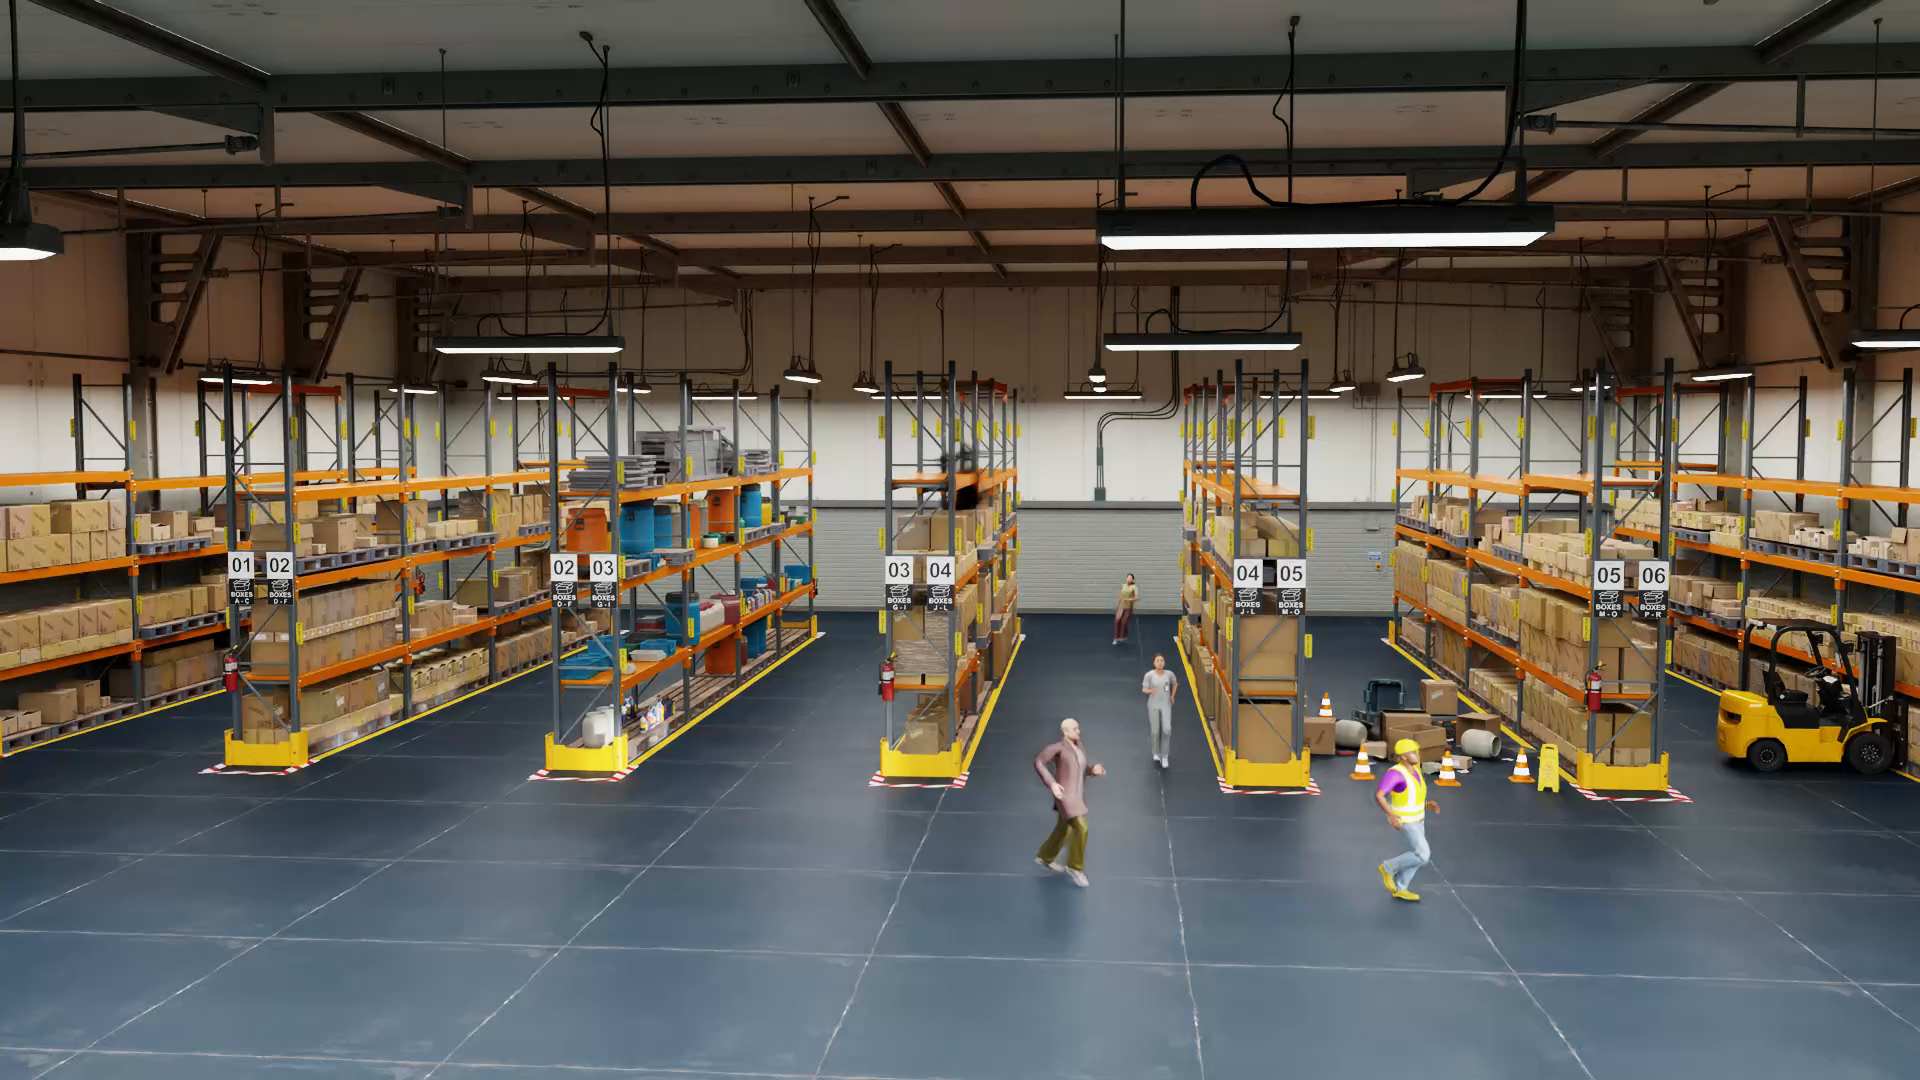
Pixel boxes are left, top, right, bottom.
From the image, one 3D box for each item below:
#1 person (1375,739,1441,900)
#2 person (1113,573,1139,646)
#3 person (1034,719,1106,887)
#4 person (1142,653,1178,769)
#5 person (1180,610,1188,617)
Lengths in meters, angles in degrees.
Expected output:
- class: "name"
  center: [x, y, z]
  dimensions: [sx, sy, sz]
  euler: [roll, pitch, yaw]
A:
- class: "person"
  center: [4.783, 2.976, 17.684]
  dimensions: [0.579, 1.718, 0.707]
  euler: [3, 5, 38]
- class: "person"
  center: [3.902, 1.615, 38.911]
  dimensions: [0.576, 1.649, 0.796]
  euler: [2, 4, 23]
- class: "person"
  center: [1.203, 2.907, 18.504]
  dimensions: [0.857, 1.850, 0.684]
  euler: [2, 4, 30]
- class: "person"
  center: [2.979, 2.540, 24.819]
  dimensions: [0.529, 1.698, 0.691]
  euler: [0, 4, 3]
- class: "person"
  center: [5.715, 1.572, 40.827]
  dimensions: [0.589, 1.529, 0.664]
  euler: [1, 4, 20]
